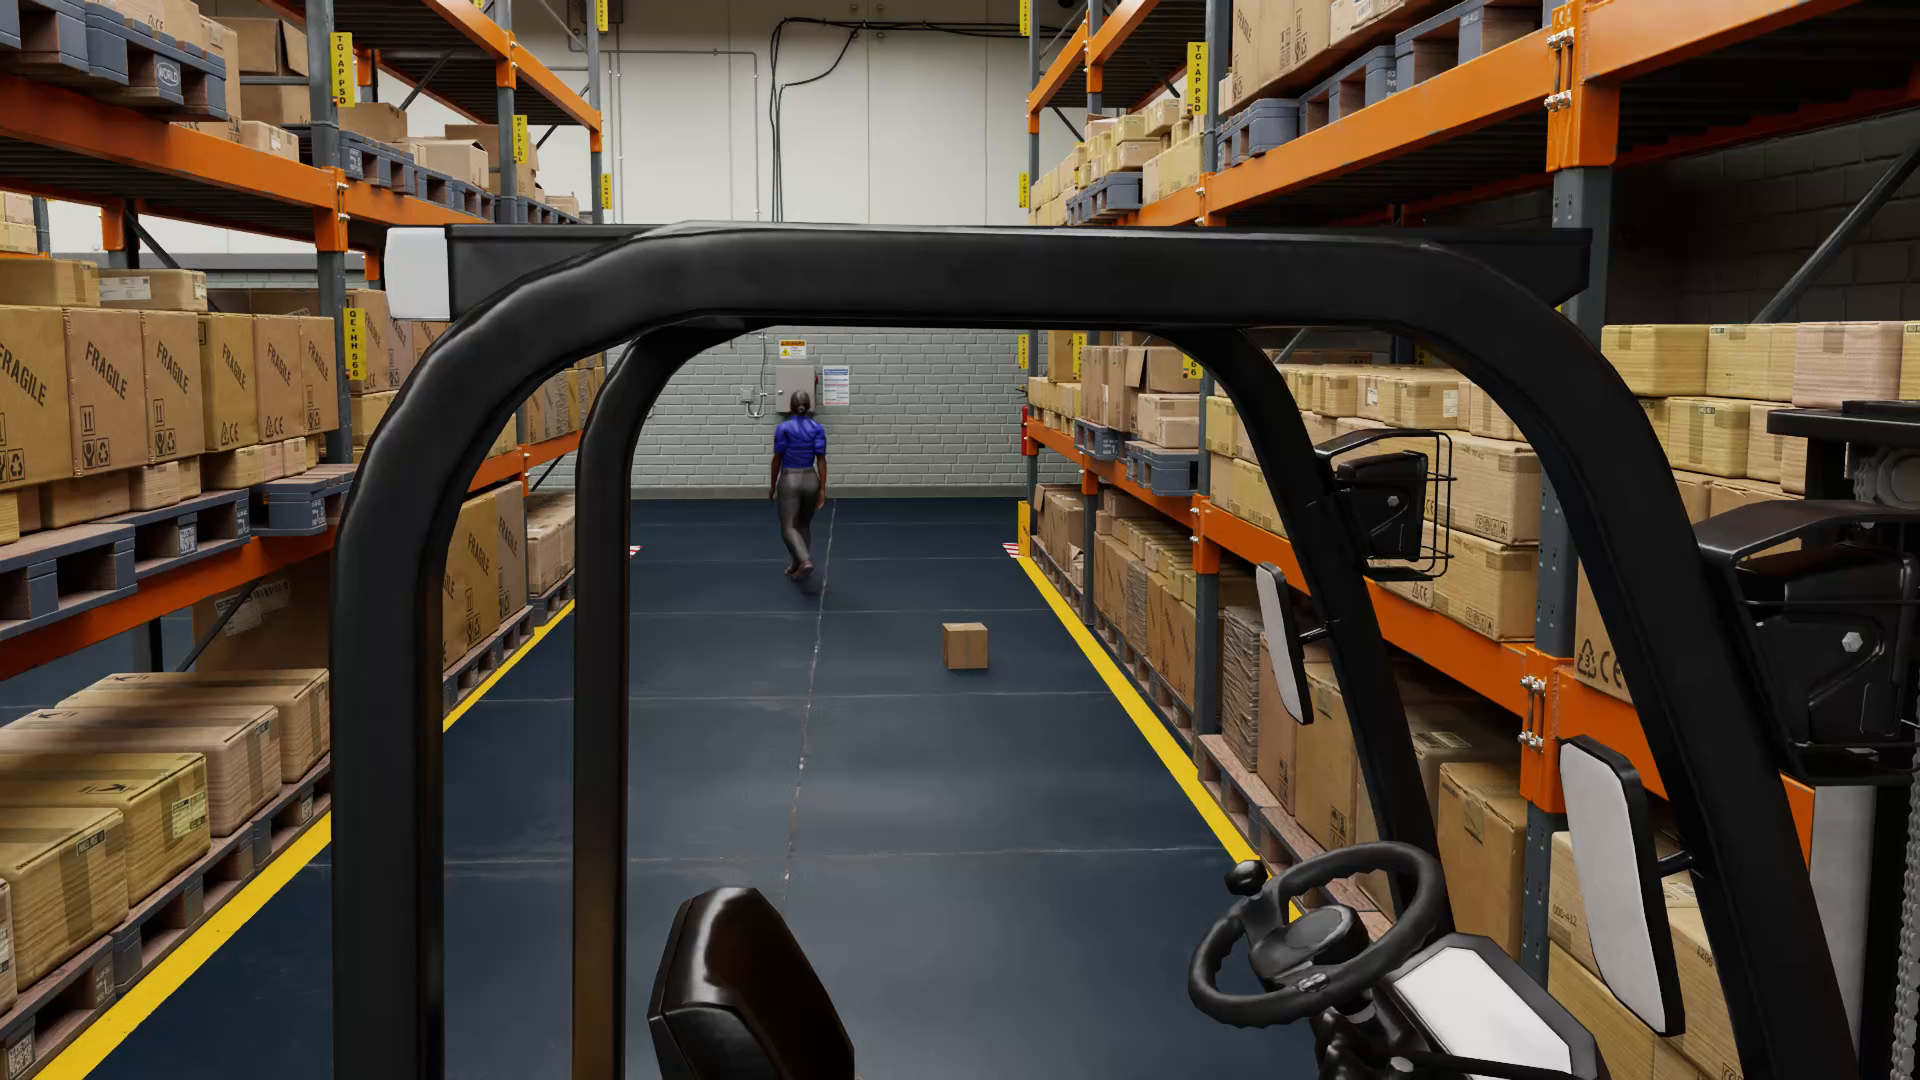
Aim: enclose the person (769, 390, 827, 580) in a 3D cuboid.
[{"bbox_3d":[-1.336,-0.443,13.841,0.441,1.607,0.950,-3,8,-25],"label":"person"}]
